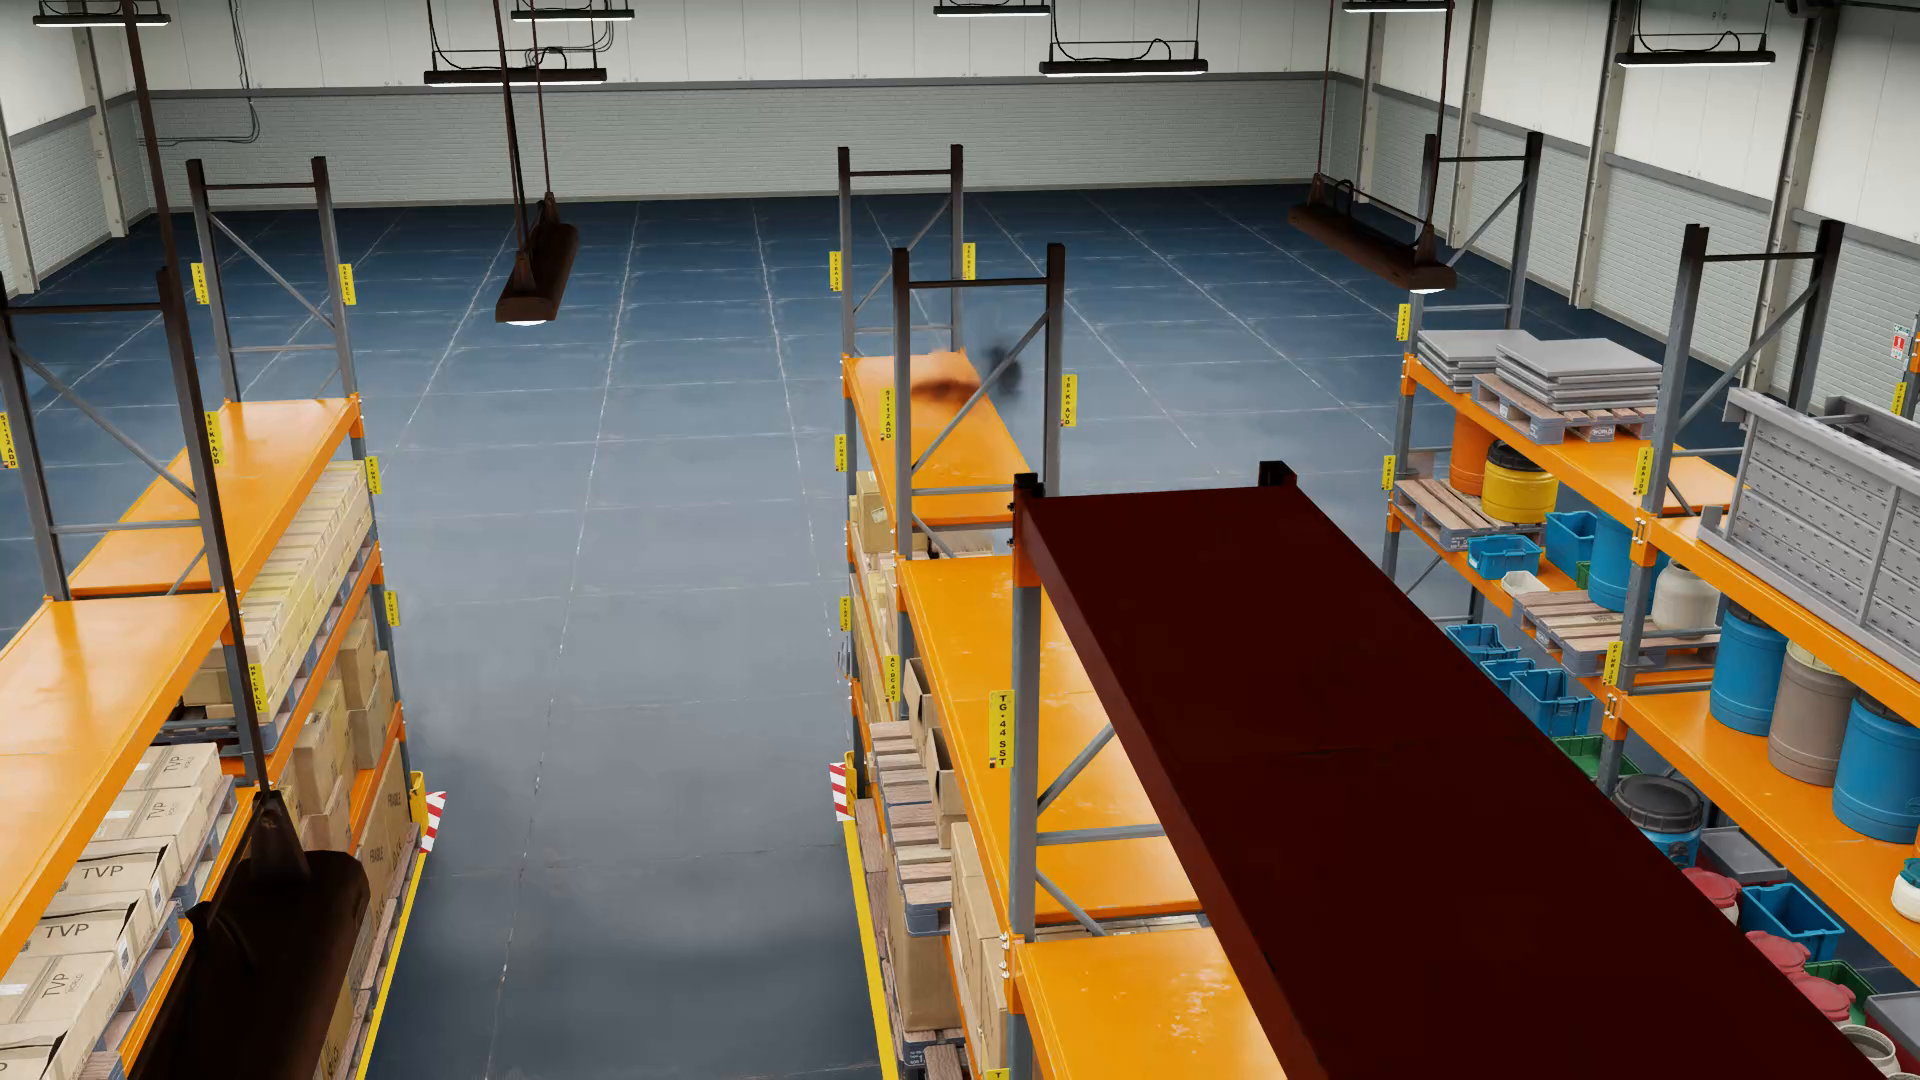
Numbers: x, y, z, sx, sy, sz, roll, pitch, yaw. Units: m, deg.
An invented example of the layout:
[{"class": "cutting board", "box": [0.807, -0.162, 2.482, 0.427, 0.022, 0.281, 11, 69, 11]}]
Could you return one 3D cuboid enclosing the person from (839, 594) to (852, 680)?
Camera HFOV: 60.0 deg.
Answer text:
[{"class": "person", "box": [-0.989, 0.967, 16.976, 0.597, 1.632, 0.631, 13, 25, 30]}]
